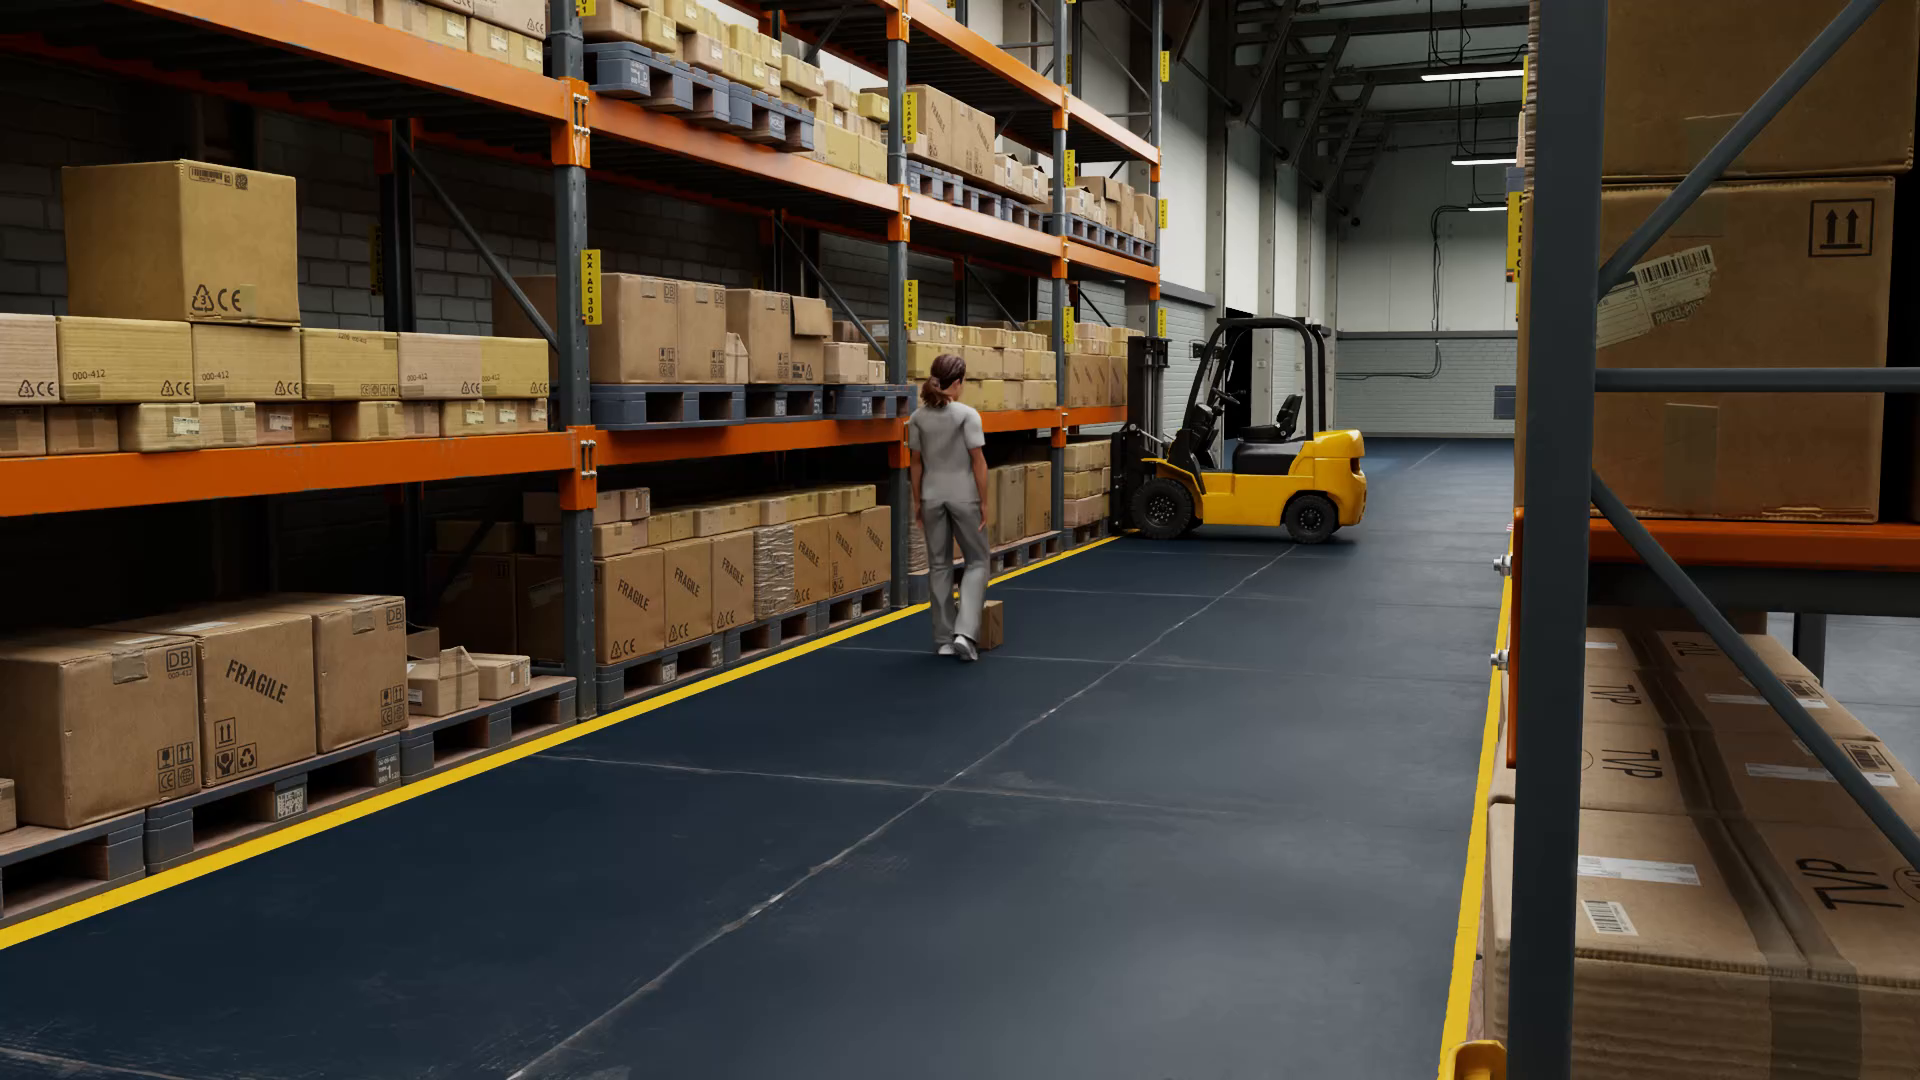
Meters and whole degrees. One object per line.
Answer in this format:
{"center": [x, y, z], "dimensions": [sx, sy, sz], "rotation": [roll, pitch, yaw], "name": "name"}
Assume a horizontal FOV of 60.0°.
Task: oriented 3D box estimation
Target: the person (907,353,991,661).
{"center": [-0.042, -0.151, 9.187], "dimensions": [0.456, 1.746, 0.530], "rotation": [2, 6, 18], "name": "person"}
